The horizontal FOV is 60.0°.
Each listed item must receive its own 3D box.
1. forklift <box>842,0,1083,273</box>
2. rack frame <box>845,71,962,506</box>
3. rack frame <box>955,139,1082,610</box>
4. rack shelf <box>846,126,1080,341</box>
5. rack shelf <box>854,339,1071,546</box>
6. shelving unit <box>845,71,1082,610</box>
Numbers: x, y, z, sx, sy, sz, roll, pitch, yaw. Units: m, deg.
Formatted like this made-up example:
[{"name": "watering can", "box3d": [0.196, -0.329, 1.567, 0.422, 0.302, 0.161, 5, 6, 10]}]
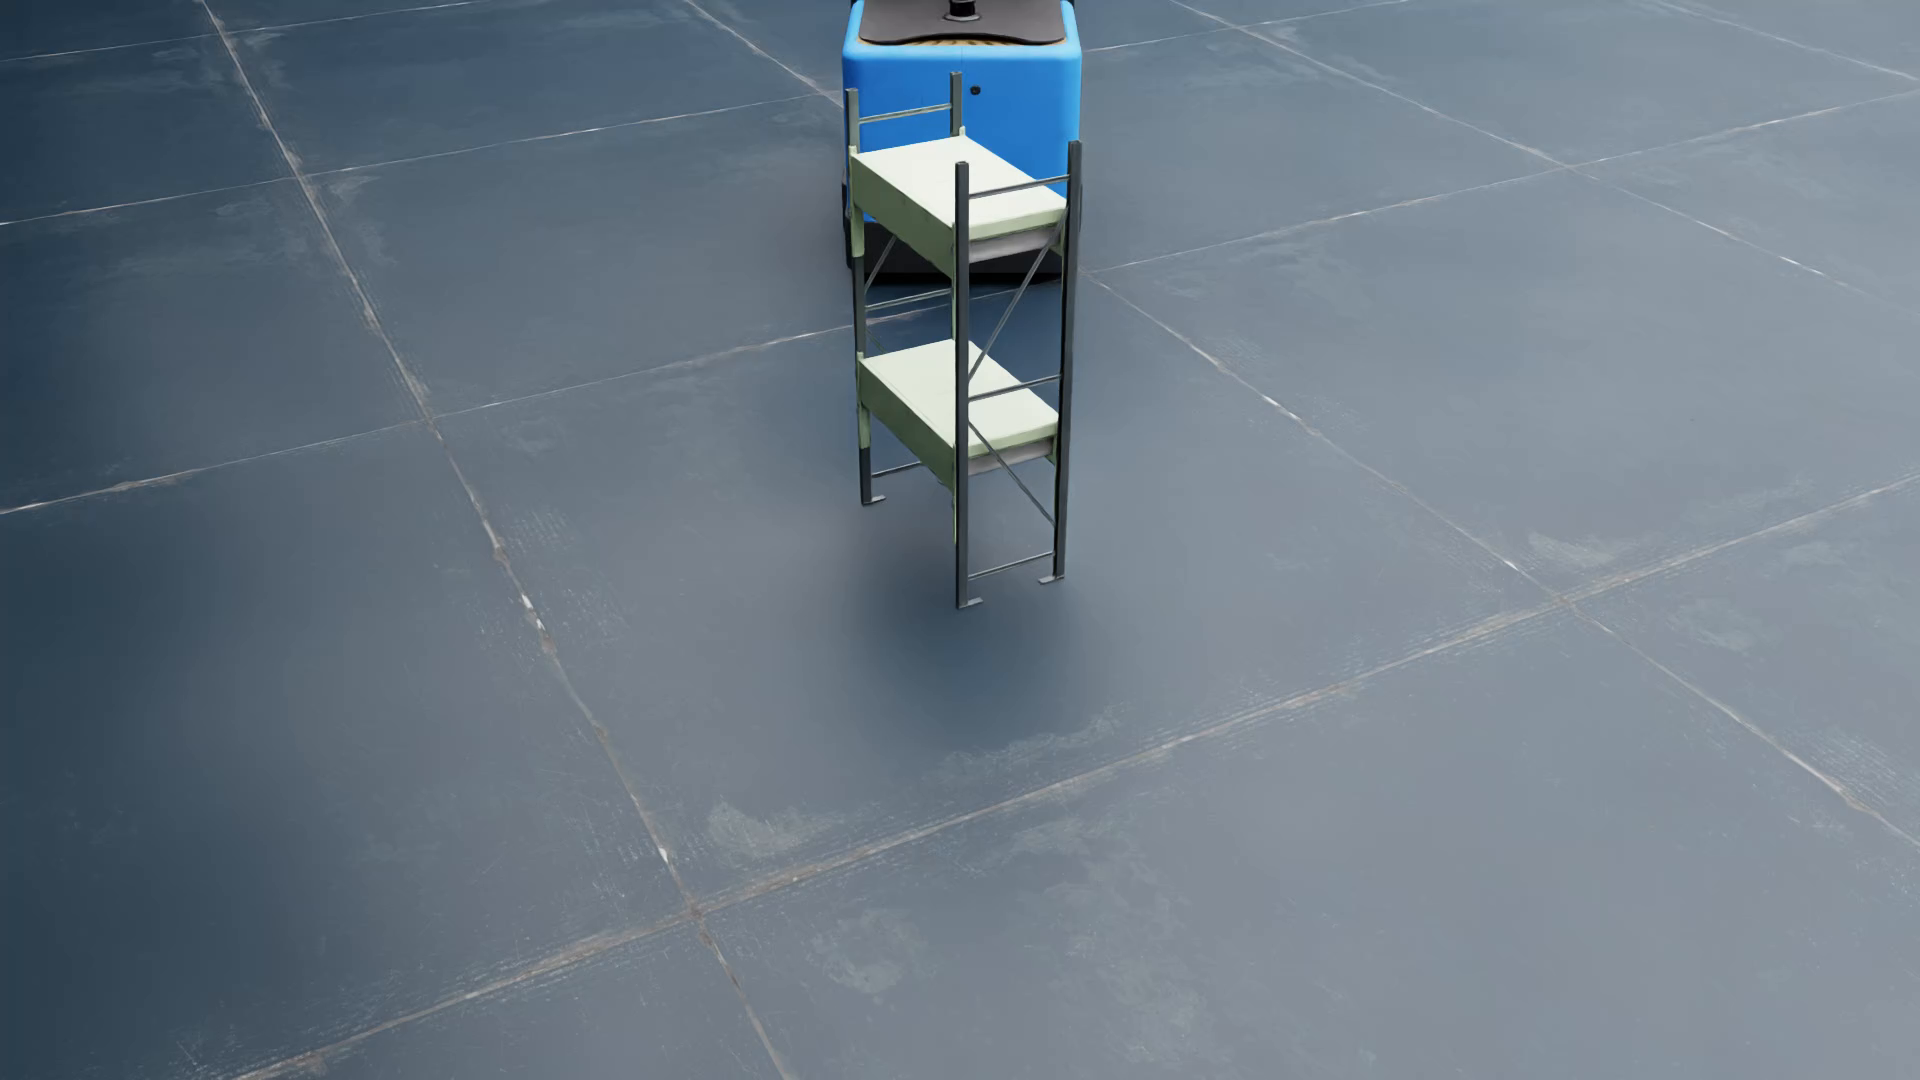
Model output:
[{"name": "forklift", "box3d": [0.014, -3.193, 8.016, 1.130, 2.935, 3.031, 0, 33, 0]}, {"name": "rack frame", "box3d": [-0.174, -0.809, 5.623, 0.400, 1.500, 0.023, -16, 36, -23]}, {"name": "rack frame", "box3d": [0.168, -0.460, 5.078, 0.400, 1.500, 0.023, -16, 36, -23]}, {"name": "rack shelf", "box3d": [-0.003, -0.963, 5.140, 0.431, 0.370, 0.720, -16, 36, -23]}, {"name": "rack shelf", "box3d": [-0.003, -0.360, 5.526, 0.431, 0.370, 0.720, -16, 36, -23]}, {"name": "shelving unit", "box3d": [-0.003, -0.635, 5.350, 0.431, 1.500, 0.755, -16, 36, -23]}]
